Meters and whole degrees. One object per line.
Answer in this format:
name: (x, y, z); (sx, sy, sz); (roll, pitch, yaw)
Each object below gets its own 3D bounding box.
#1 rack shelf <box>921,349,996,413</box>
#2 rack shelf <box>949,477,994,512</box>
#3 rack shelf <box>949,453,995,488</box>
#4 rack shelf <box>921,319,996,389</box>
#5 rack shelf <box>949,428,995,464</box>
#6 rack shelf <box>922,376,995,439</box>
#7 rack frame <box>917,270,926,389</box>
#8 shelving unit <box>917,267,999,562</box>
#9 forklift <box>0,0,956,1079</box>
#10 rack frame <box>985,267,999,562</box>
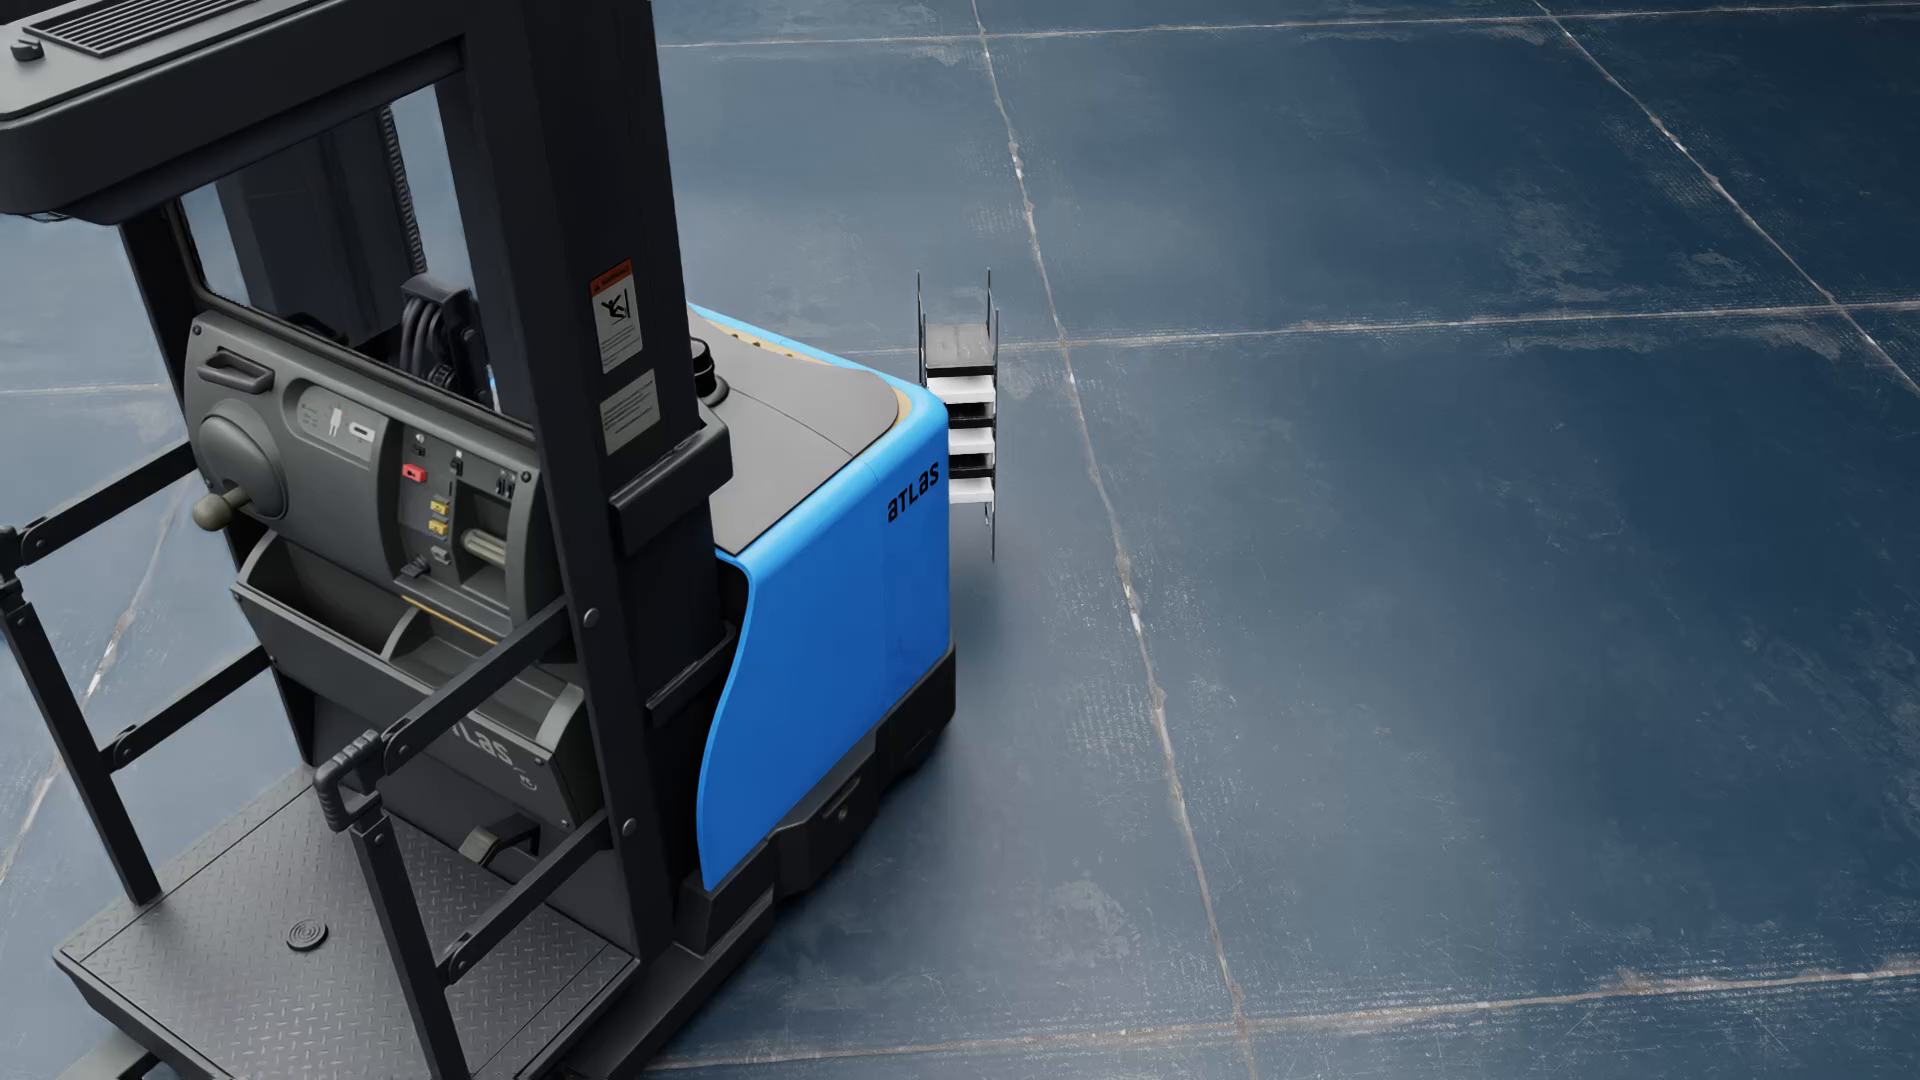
rack shelf: (-0.008, -0.468, 4.880); (0.200, 0.077, 0.258); (-3, 38, -4)
rack shelf: (-0.008, -0.185, 5.103); (0.200, 0.077, 0.258); (-3, 38, -4)
rack shelf: (-0.008, -0.256, 5.047); (0.200, 0.077, 0.258); (-3, 38, -4)
rack shelf: (-0.008, -0.539, 4.824); (0.200, 0.077, 0.258); (-3, 38, -4)
rack shelf: (-0.008, -0.327, 4.991); (0.200, 0.077, 0.258); (-3, 38, -4)
rack shelf: (-0.008, -0.397, 4.936); (0.200, 0.077, 0.258); (-3, 38, -4)
rack frame: (-0.109, -0.347, 4.964); (0.006, 0.900, 0.240); (-3, 38, -4)
shelving unit: (-0.008, -0.353, 4.971); (0.210, 0.900, 0.258); (-3, 38, -4)
forklift: (-1.240, -0.052, 2.949); (1.130, 2.935, 3.031); (22, 43, 25)
rack frame: (0.093, -0.358, 4.978); (0.006, 0.900, 0.240); (-3, 38, -4)
